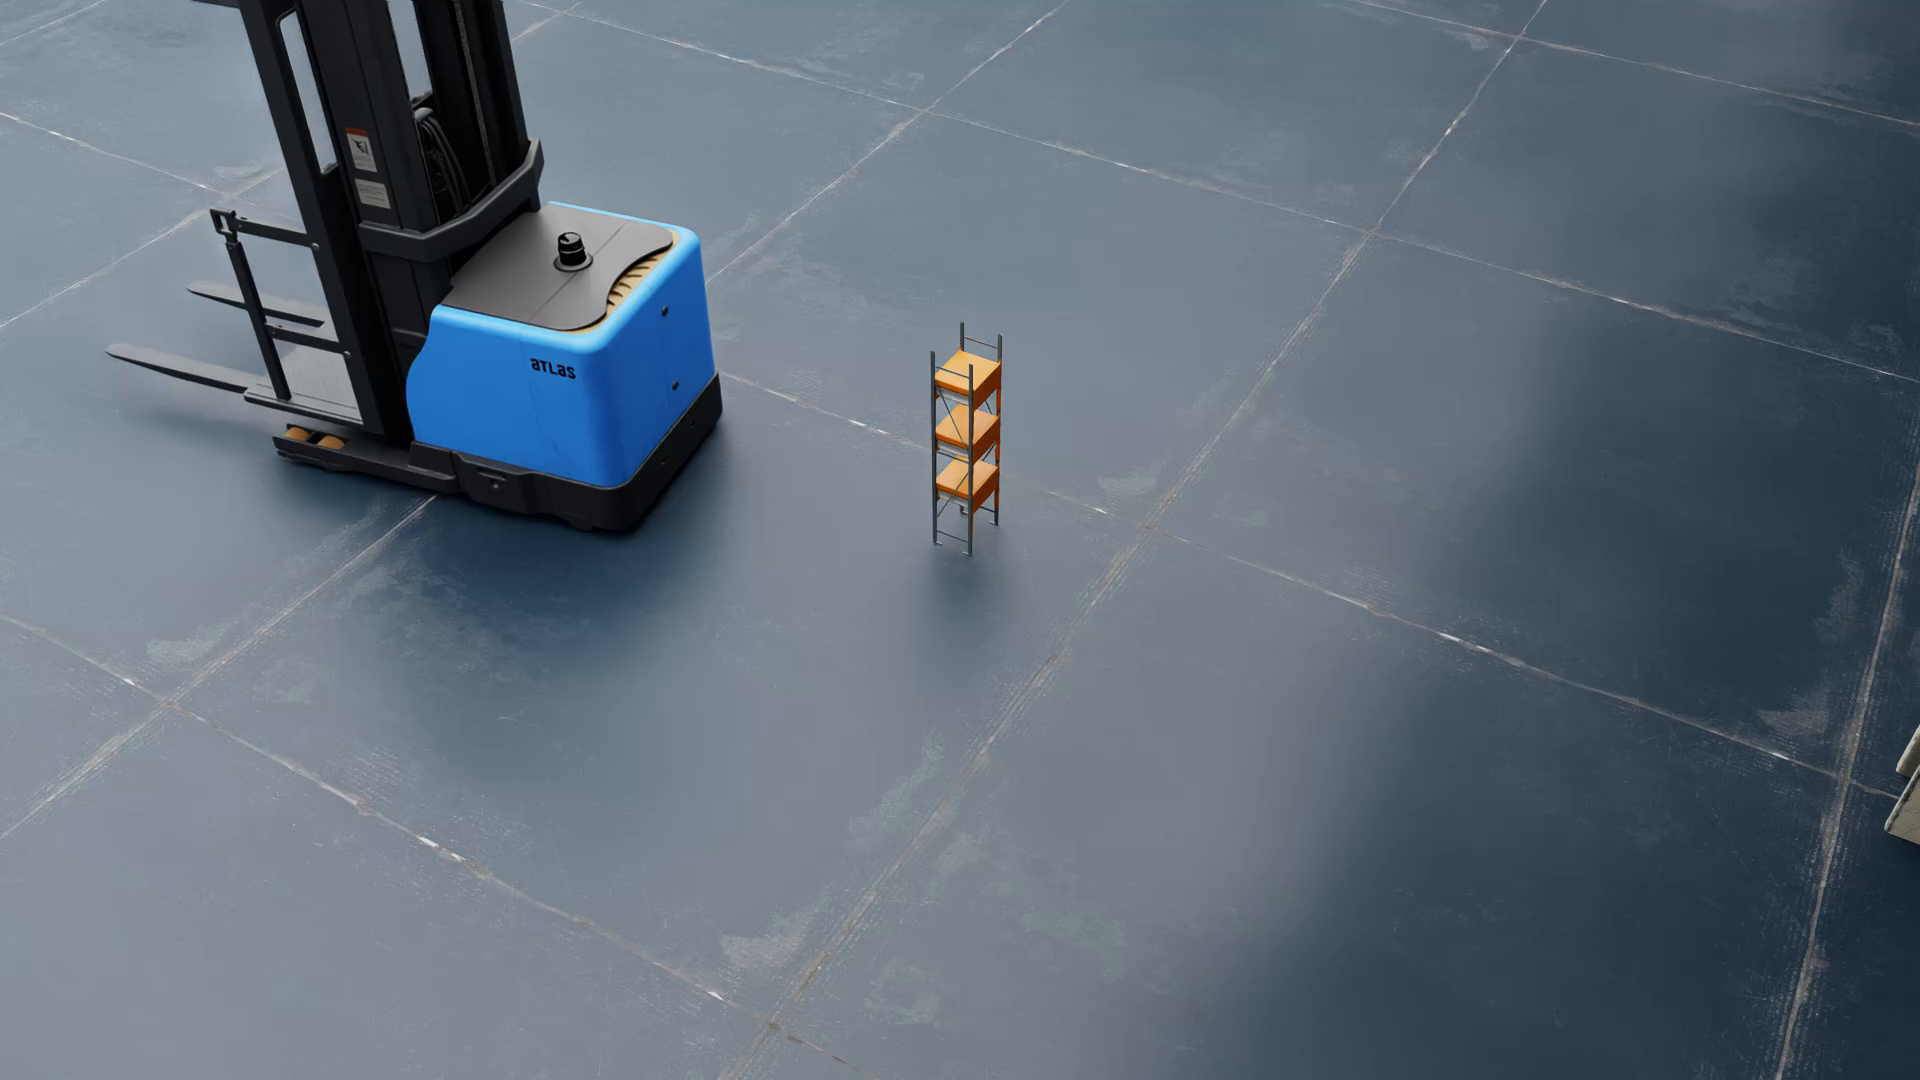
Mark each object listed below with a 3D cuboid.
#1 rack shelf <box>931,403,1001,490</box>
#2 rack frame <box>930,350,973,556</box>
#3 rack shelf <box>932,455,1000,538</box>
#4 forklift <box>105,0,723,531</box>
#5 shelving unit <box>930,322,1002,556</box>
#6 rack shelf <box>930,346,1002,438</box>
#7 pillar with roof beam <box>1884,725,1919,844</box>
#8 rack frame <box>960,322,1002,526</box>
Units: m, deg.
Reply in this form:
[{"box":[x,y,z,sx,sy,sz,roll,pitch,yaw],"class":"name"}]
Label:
[{"box":[0.027,-0.417,7.260,0.215,0.259,0.240,21,45,22],"class":"rack shelf"},{"box":[-0.034,-0.355,7.174,0.200,1.050,0.008,21,45,22],"class":"rack frame"},{"box":[0.027,-0.208,7.444,0.215,0.259,0.240,21,45,22],"class":"rack shelf"},{"box":[-2.739,-1.741,7.325,3.031,2.935,1.130,14,43,15],"class":"forklift"},{"box":[0.027,-0.425,7.253,0.215,1.050,0.252,21,45,22],"class":"shelving unit"},{"box":[0.027,-0.630,7.073,0.215,0.259,0.240,21,45,22],"class":"rack shelf"},{"box":[0.013,-3.758,5.024,9.100,9.000,0.400,21,45,22],"class":"pillar with roof beam"},{"box":[0.088,-0.494,7.333,0.200,1.050,0.008,21,45,22],"class":"rack frame"}]
